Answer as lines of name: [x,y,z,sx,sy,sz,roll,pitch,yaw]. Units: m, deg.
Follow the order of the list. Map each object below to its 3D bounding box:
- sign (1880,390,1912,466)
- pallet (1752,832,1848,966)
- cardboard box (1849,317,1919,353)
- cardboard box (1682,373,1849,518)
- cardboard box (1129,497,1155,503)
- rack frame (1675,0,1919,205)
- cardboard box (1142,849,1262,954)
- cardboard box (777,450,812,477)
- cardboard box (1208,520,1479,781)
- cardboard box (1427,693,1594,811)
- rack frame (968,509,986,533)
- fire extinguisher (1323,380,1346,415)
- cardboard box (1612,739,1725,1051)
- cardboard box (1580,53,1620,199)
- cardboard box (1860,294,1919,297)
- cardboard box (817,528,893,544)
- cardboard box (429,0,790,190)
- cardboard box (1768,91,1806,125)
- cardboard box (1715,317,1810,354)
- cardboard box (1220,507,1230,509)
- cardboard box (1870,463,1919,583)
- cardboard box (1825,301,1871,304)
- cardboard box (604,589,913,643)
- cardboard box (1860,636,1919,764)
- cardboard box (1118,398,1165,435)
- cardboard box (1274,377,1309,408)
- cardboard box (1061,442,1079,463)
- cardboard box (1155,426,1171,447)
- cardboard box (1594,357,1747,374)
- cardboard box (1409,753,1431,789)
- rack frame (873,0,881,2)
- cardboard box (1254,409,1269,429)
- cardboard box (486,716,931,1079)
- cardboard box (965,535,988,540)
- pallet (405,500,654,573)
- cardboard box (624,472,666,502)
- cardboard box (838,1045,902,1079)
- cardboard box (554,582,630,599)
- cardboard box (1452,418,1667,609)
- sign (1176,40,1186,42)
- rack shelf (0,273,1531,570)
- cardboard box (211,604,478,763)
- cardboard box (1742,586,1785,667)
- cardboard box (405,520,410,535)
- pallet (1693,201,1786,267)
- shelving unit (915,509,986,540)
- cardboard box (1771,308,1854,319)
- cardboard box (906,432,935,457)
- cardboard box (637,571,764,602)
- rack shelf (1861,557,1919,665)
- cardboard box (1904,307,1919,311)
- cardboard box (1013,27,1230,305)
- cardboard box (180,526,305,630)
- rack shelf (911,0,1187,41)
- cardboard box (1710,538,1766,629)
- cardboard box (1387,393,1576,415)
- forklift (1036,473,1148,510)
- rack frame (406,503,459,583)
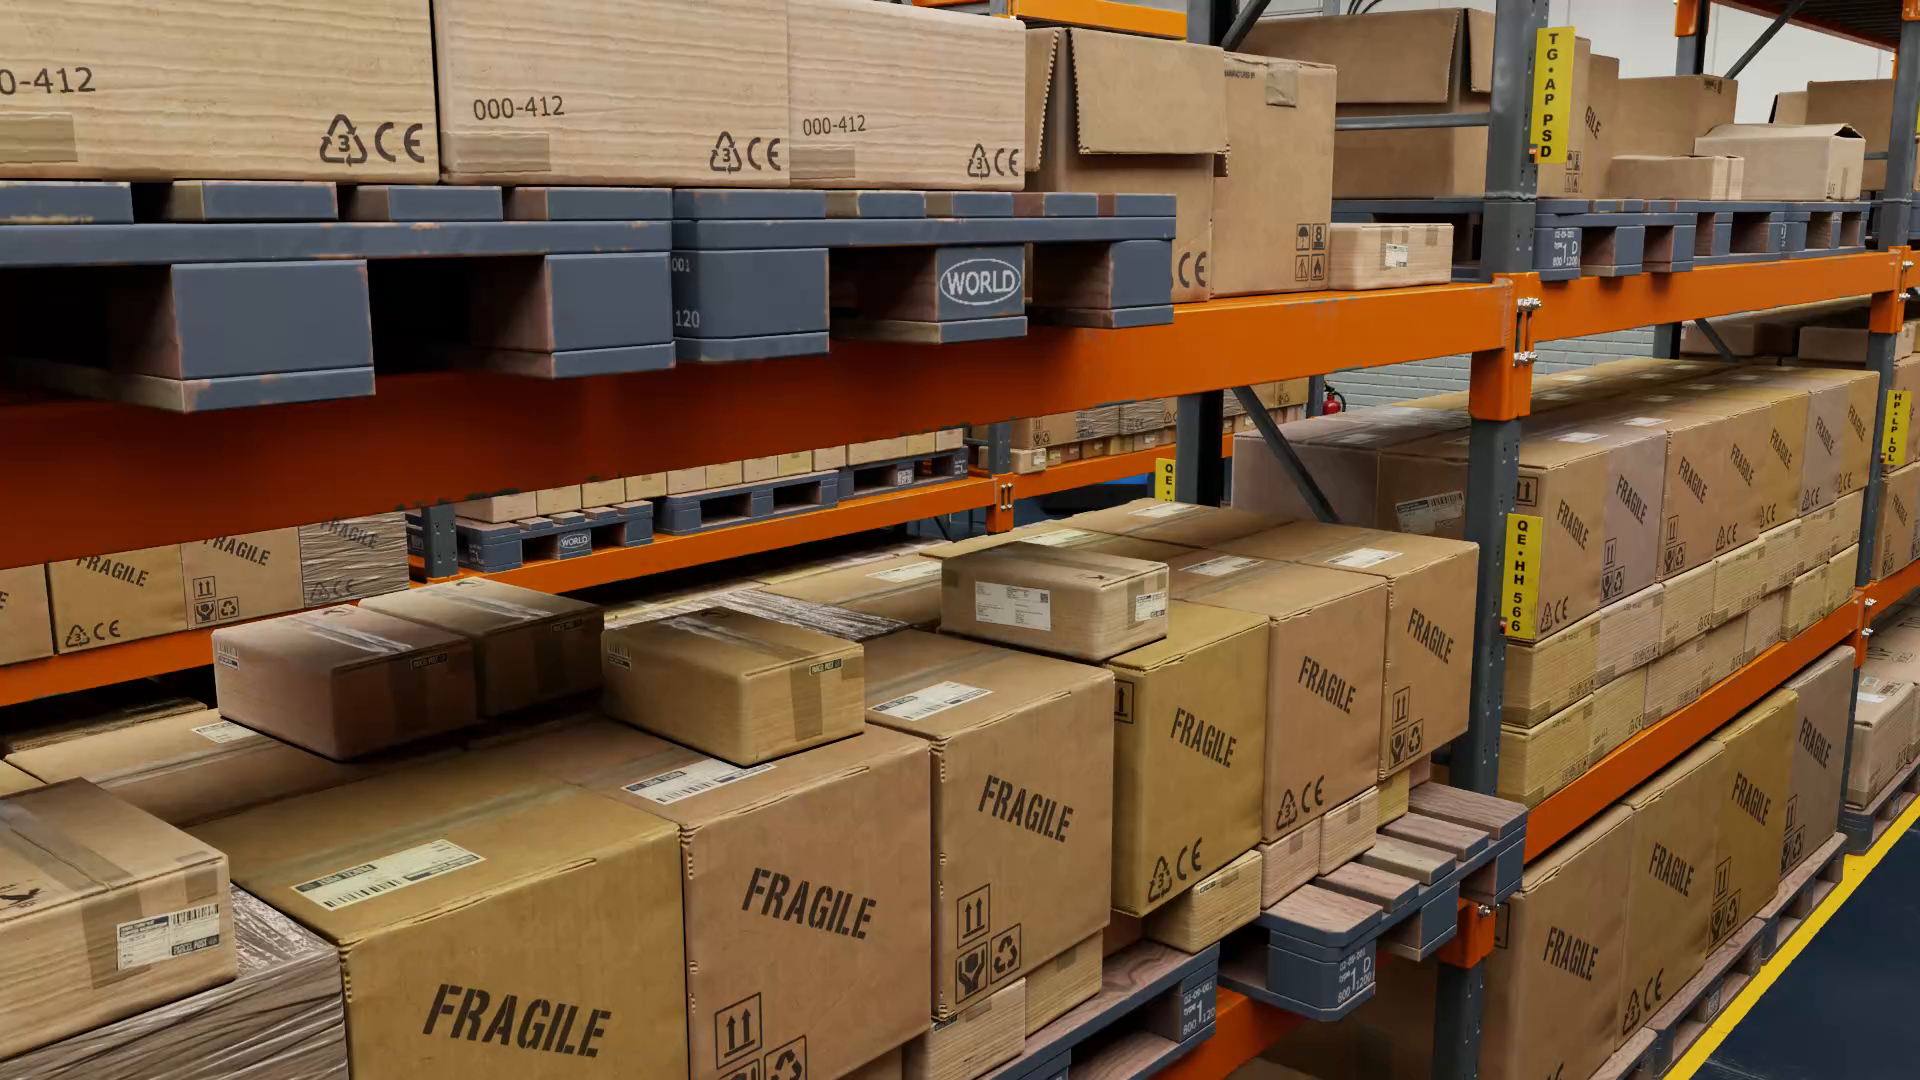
sign: [4.108,-0.493,7.304,0.100,0.325,0.005,10,15,40]
pallet: [3.241,1.458,7.410,1.003,0.211,1.213,10,15,40]
cardboard box: [4.601,-1.014,8.206,0.380,0.149,0.250,10,15,40]
cardboard box: [3.251,-0.397,6.769,0.500,0.500,0.500,10,15,41]
cardboard box: [1.594,-0.236,13.461,0.380,0.149,0.250,10,15,40]
rack frame: [3.694,-2.974,7.166,1.000,3.000,0.127,10,15,40]
cardboard box: [0.415,0.722,3.546,0.380,0.149,0.250,10,15,41]
cardboard box: [-1.062,-0.464,9.485,0.380,0.149,0.250,11,15,43]
cardboard box: [0.962,0.258,4.213,0.500,0.500,0.500,9,15,39]
cardboard box: [1.565,0.590,5.020,0.500,0.250,0.500,9,15,39]
rack frame: [0.237,-0.788,15.368,0.400,1.500,0.023,10,15,40]
fire extinguisher: [3.062,-1.003,13.761,0.296,0.674,0.183,10,15,40]
cardboard box: [2.163,1.170,6.084,0.875,0.875,0.875,10,15,41]
cardboard box: [1.999,-1.467,5.949,0.500,0.500,0.500,10,15,41]
cardboard box: [5.892,-1.462,10.447,0.380,0.149,0.250,10,15,42]
cardboard box: [-0.778,0.069,10.641,0.500,0.250,0.500,9,14,38]
cardboard box: [-0.566,-0.568,2.086,0.500,0.250,0.500,10,15,40]
cardboard box: [4.560,-2.012,8.413,0.637,0.503,0.797,-11,16,-43]
cardboard box: [3.913,-1.001,8.140,0.380,0.149,0.250,10,15,42]
cardboard box: [2.105,-0.151,13.035,0.380,0.149,0.250,9,15,39]
cardboard box: [4.200,-0.117,7.920,0.500,0.500,0.500,10,15,42]
cardboard box: [5.221,-1.304,9.657,0.380,0.149,0.250,10,15,41]
cardboard box: [-0.438,0.421,3.399,0.500,0.500,0.500,9,14,38]
cardboard box: [4.779,0.808,9.017,0.875,0.438,0.875,9,15,39]
cardboard box: [1.106,-1.036,11.764,0.500,0.500,0.500,9,15,39]
cardboard box: [2.446,-1.342,13.294,0.500,0.500,0.500,10,15,41]
cardboard box: [0.593,-0.627,11.374,0.380,0.149,0.250,9,14,38]
cardboard box: [1.316,-0.779,12.134,0.380,0.149,0.250,11,15,42]
cardboard box: [3.187,-0.544,7.508,0.500,0.500,0.500,10,15,41]
cardboard box: [1.014,0.552,4.397,0.380,0.149,0.250,11,15,42]
rack frame: [-1.110,-4.844,16.528,1.000,3.000,0.127,10,15,40]
cardboard box: [2.200,-0.968,13.079,0.380,0.149,0.250,10,15,40]
cardboard box: [-0.396,0.567,2.665,0.500,0.500,0.500,10,15,40]
cardboard box: [0.246,0.076,11.896,0.380,0.149,0.250,10,15,40]
pallet: [-2.341,-0.094,8.550,1.213,0.211,1.003,10,15,40]
cardboard box: [-1.753,-0.311,8.716,0.380,0.149,0.250,11,16,43]
cardboard box: [-0.318,0.866,2.827,0.380,0.149,0.250,10,15,41]
cardboard box: [-2.152,0.373,9.120,0.500,0.250,0.500,10,15,41]
cardboard box: [1.883,-0.098,5.277,0.500,0.500,0.500,10,15,41]
sign: [0.642,-1.280,4.821,0.100,0.325,0.005,10,15,40]
rack shelf: [-0.267,-0.268,3.111,1.077,0.370,4.000,10,15,40]
cardboard box: [-1.007,0.225,2.720,0.380,0.149,0.250,9,15,39]
cardboard box: [2.902,0.286,6.541,0.500,0.250,0.500,9,15,39]
cardboard box: [-4.747,-0.249,13.193,1.225,0.875,0.875,9,14,38]
pallet: [2.174,-1.089,5.867,1.003,0.211,1.213,11,16,43]
shelving unit: [-0.004,-0.734,15.098,0.431,1.500,0.755,10,15,40]
cardboard box: [4.549,-1.156,8.917,0.380,0.149,0.250,9,15,39]
cardboard box: [-0.376,-0.618,10.255,0.380,0.149,0.250,10,15,41]
cardboard box: [-1.424,0.367,9.149,0.500,0.250,0.500,10,15,41]
rack shelf: [5.014,0.026,9.298,1.077,0.370,4.000,10,15,40]
cardboard box: [5.259,-1.169,8.979,0.380,0.149,0.250,10,15,42]
cardboard box: [0.068,-0.737,3.362,0.797,0.503,0.637,10,15,40]
cardboard box: [-3.158,0.056,7.056,0.500,0.500,0.500,10,15,40]
rack shelf: [1.229,-3.539,11.840,1.077,0.370,4.000,10,15,40]
cardboard box: [2.598,0.121,6.091,0.500,0.250,0.500,10,15,41]
cardboard box: [1.863,-0.242,5.995,0.500,0.500,0.500,10,15,40]
forklift: [1.338,-1.977,17.667,1.130,2.935,3.031,0,11,0]
rack frame: [-2.732,-0.069,7.937,1.000,3.000,0.127,10,15,40]
